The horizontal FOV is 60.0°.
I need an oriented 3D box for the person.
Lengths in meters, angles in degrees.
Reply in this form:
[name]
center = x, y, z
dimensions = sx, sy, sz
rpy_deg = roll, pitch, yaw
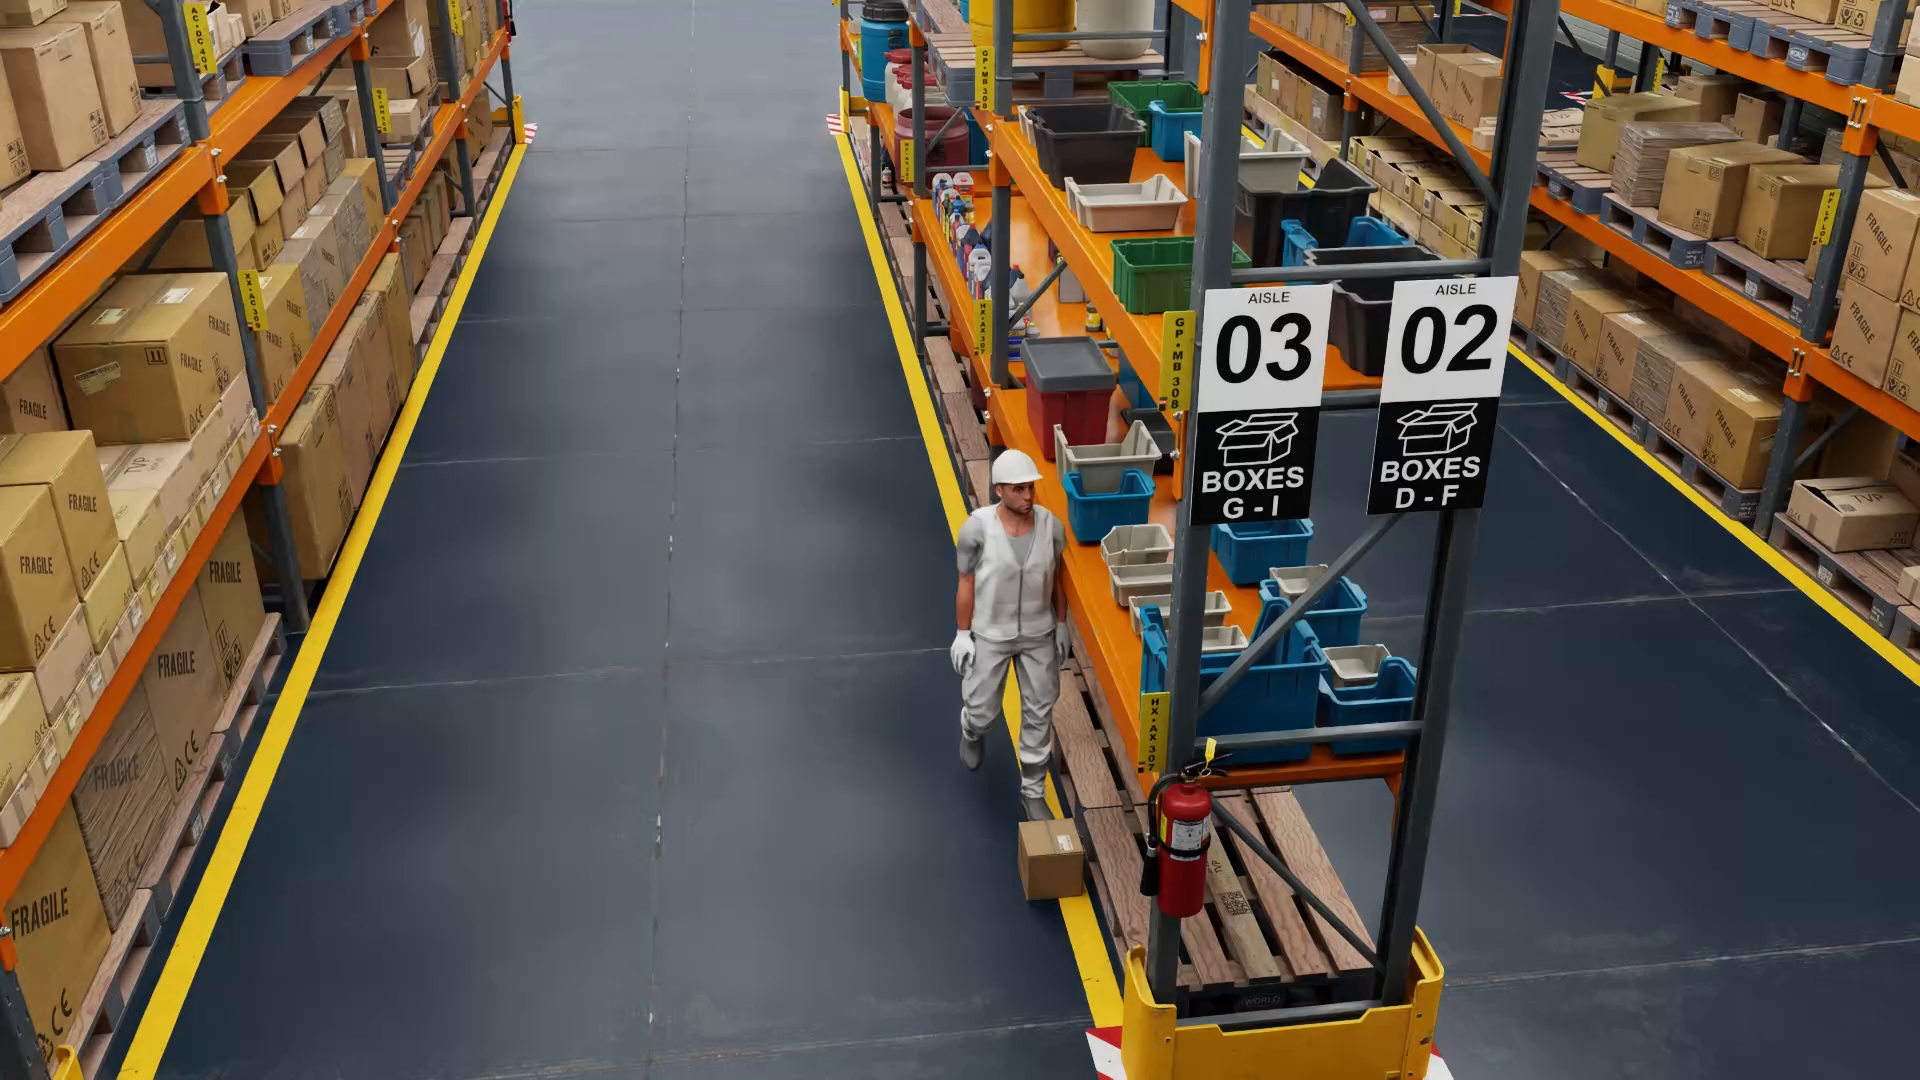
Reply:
[person]
center = 0.243, 0.443, 7.666
dimensions = 0.578, 1.778, 0.703
rpy_deg = -6, 28, -12
